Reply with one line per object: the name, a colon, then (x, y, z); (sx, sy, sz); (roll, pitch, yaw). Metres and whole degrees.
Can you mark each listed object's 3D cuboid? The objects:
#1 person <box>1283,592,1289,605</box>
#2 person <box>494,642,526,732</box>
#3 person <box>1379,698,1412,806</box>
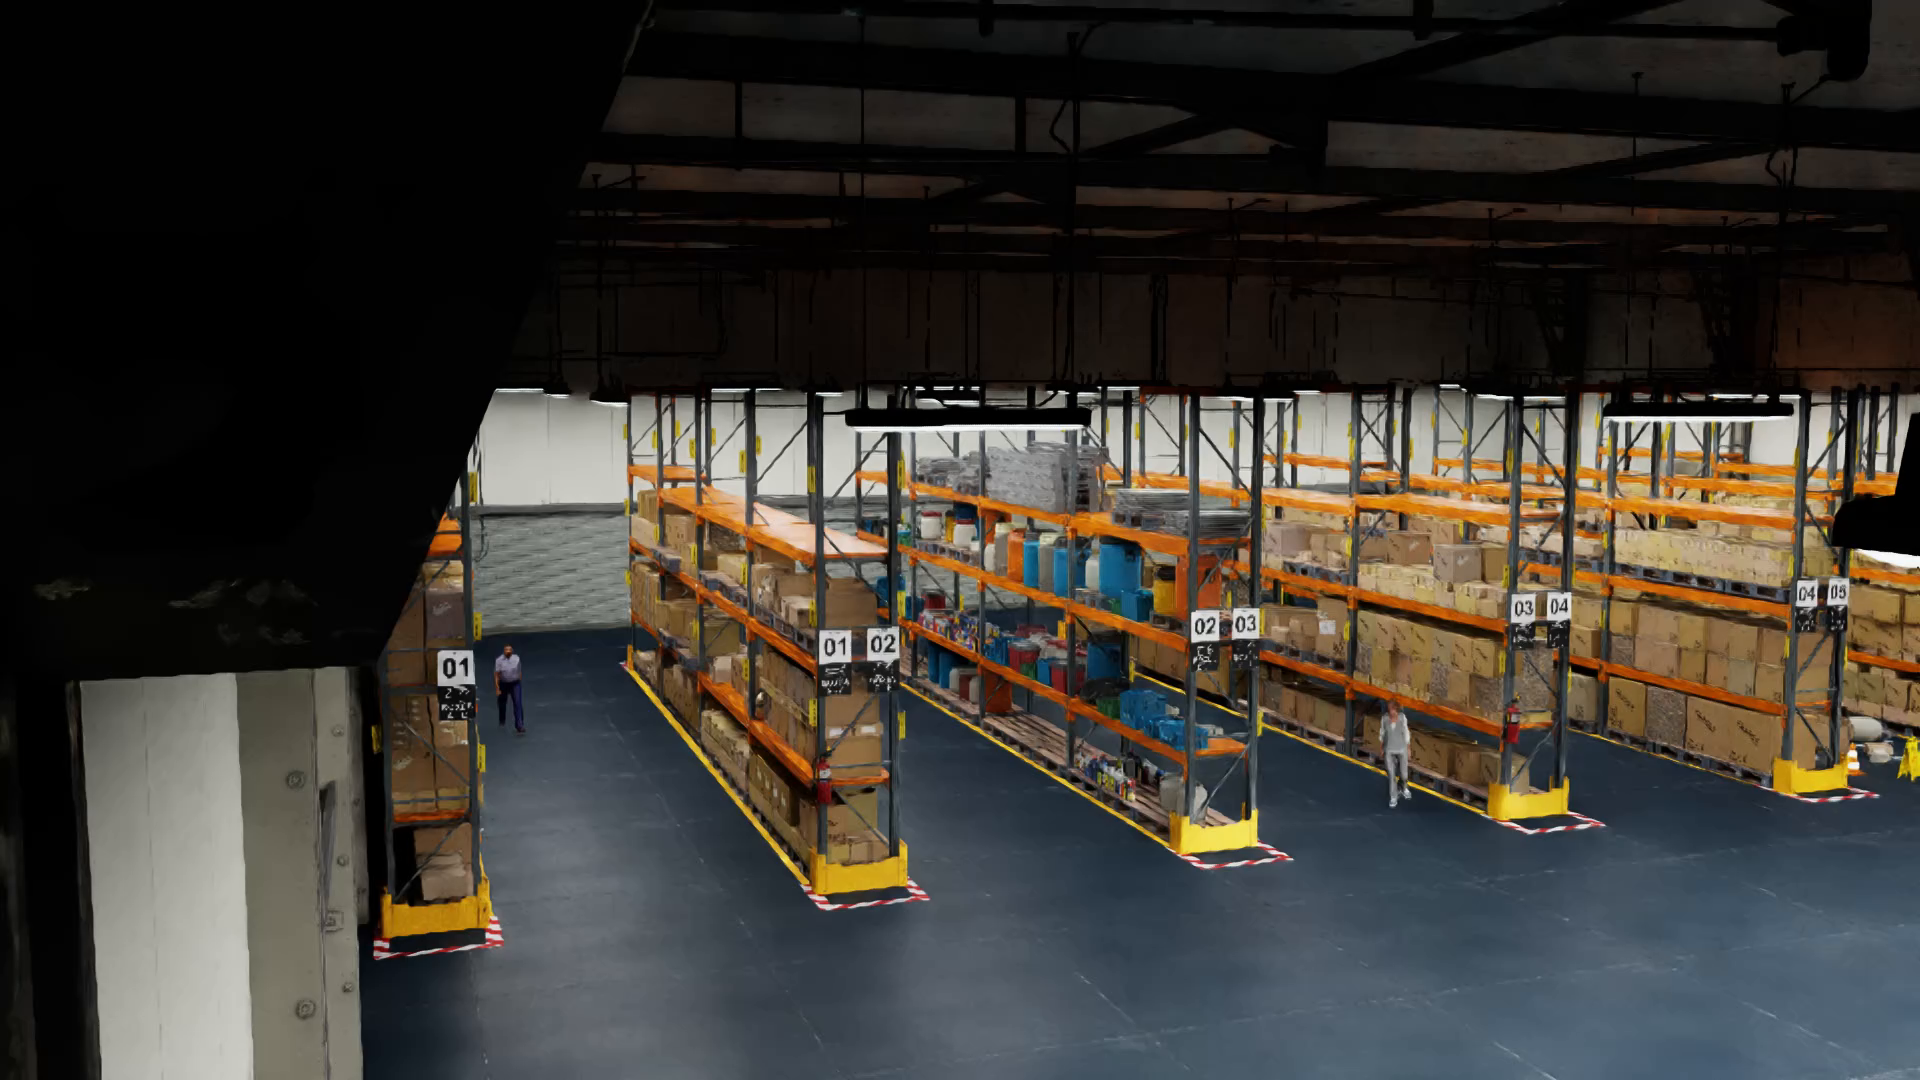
person: (8.292, 1.063, 42.345); (0.628, 1.775, 0.491); (4, 7, 33)
person: (-7.893, 2.523, 29.040); (0.481, 1.529, 1.091); (-2, 6, -21)
person: (6.321, 3.056, 24.108); (0.475, 1.590, 0.477); (2, 6, 21)
